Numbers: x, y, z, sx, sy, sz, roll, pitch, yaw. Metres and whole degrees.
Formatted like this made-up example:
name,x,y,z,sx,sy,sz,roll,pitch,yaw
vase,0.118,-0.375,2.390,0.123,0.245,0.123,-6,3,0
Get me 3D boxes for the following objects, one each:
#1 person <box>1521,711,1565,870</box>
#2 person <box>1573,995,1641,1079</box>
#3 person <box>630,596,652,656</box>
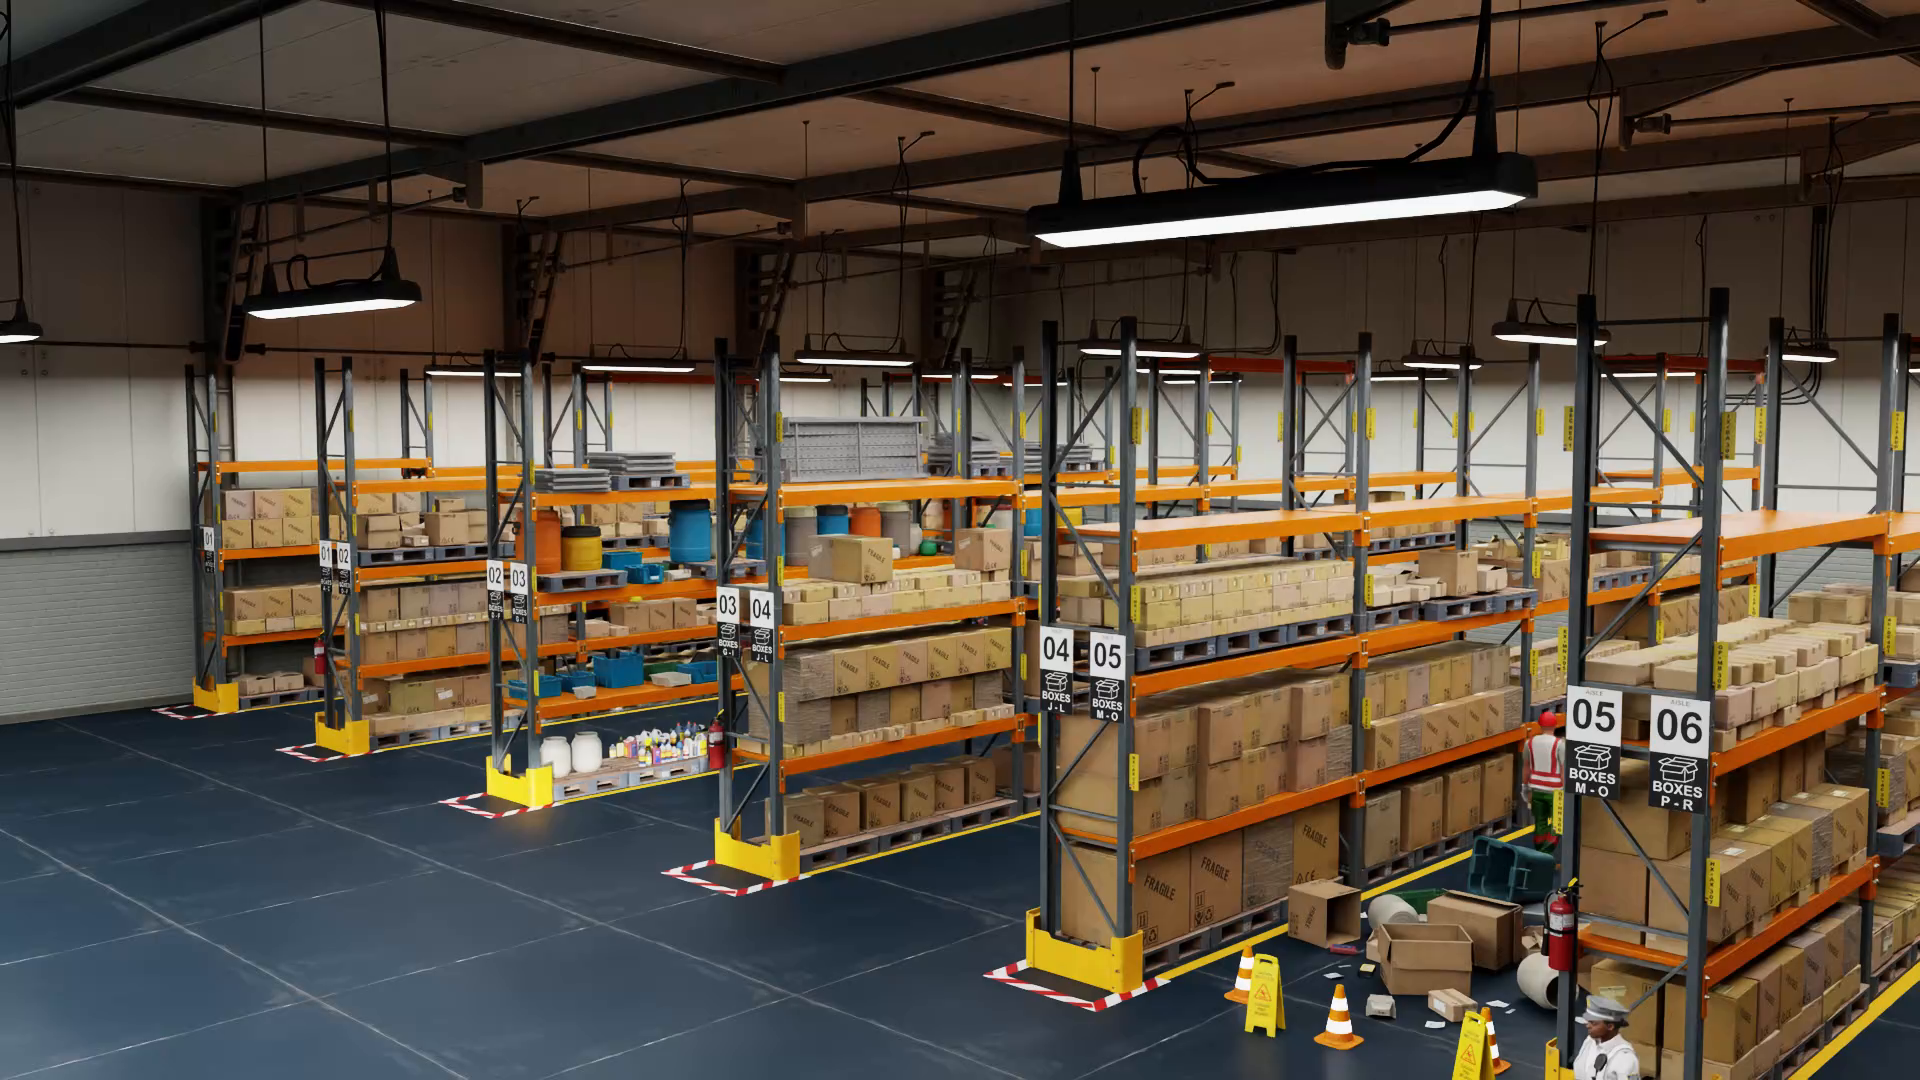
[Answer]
name,x,y,z,sx,sy,sz,roll,pitch,yaw
person,6.639,2.838,18.839,0.573,1.781,0.553,4,6,44
person,3.850,3.566,10.125,1.045,1.610,0.474,0,4,-5
person,-6.017,1.876,31.708,0.672,1.742,0.619,4,6,44
